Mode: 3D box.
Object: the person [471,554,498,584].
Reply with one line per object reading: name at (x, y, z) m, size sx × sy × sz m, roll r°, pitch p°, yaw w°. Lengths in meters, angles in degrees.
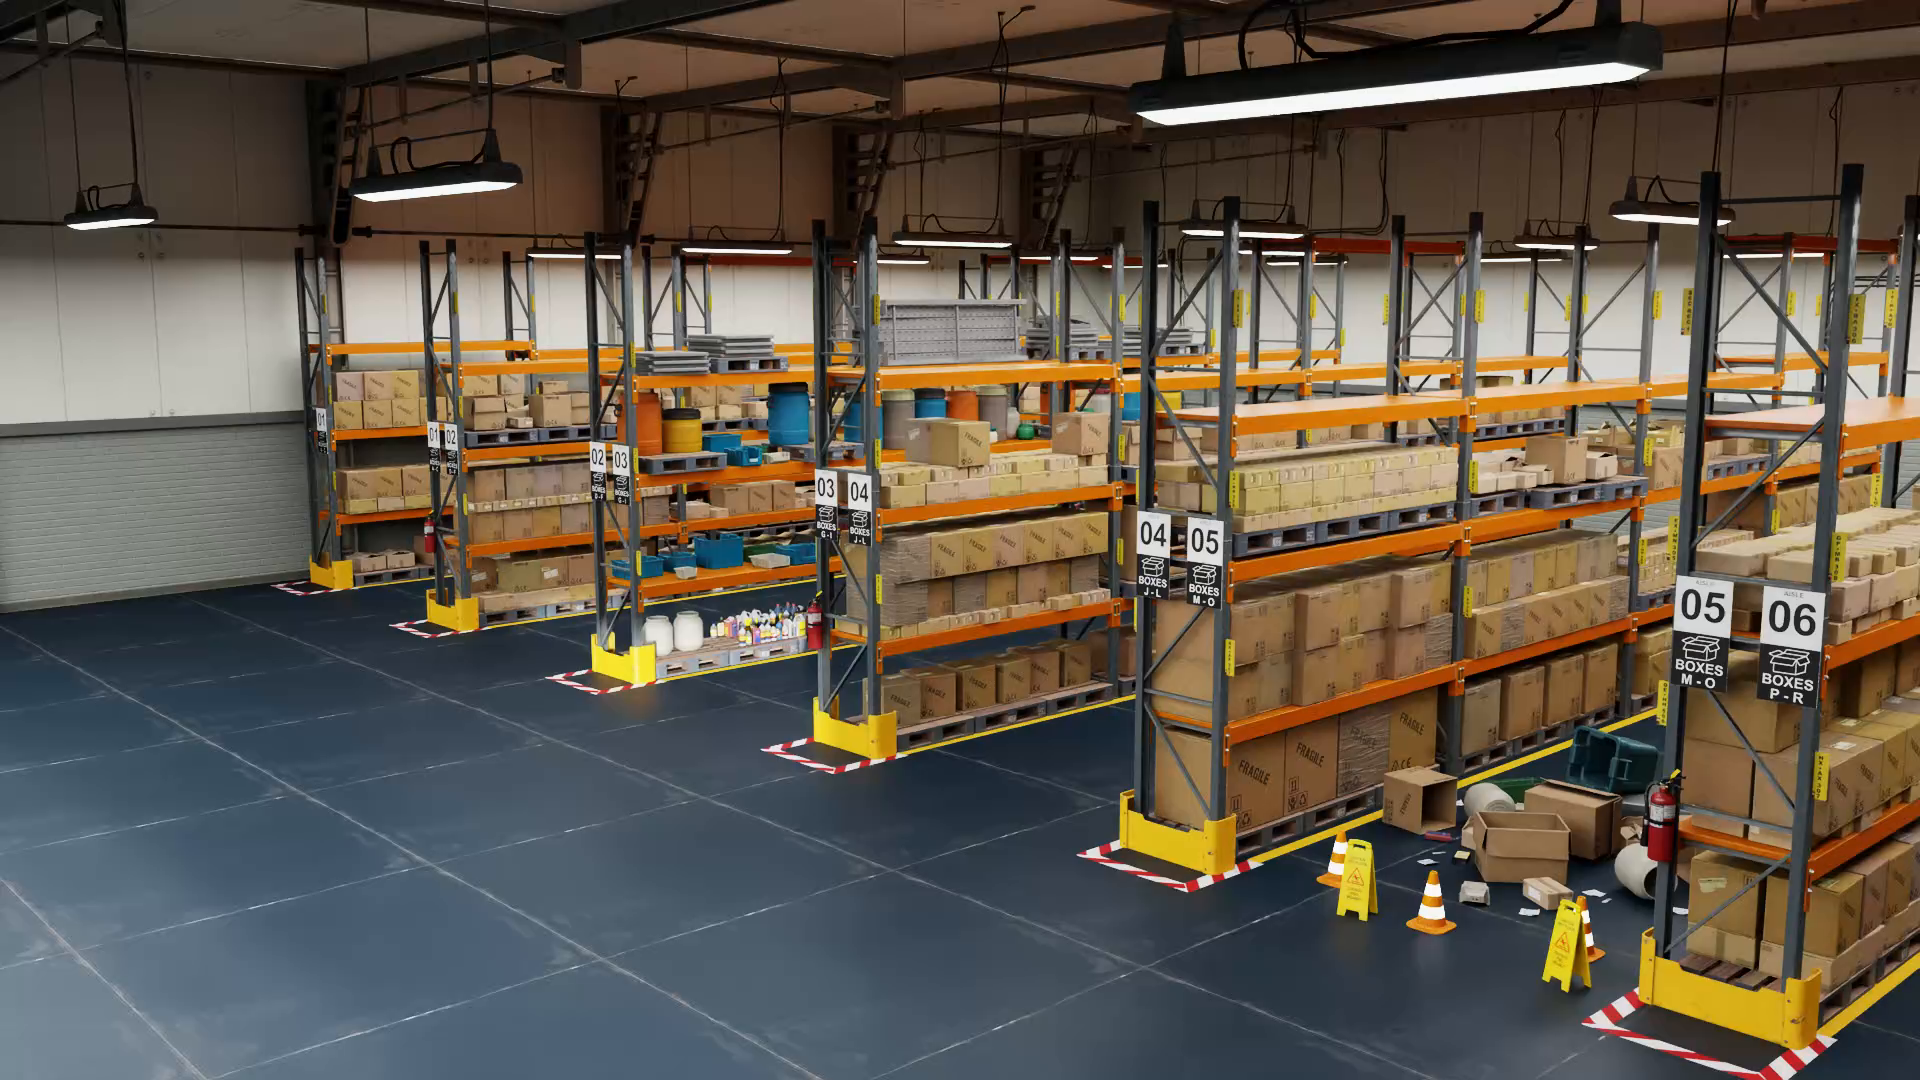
person at (-8.245, 0.121, 28.569) m, size 0.748 × 1.833 × 0.796 m, roll 4°, pitch 9°, yaw 26°
